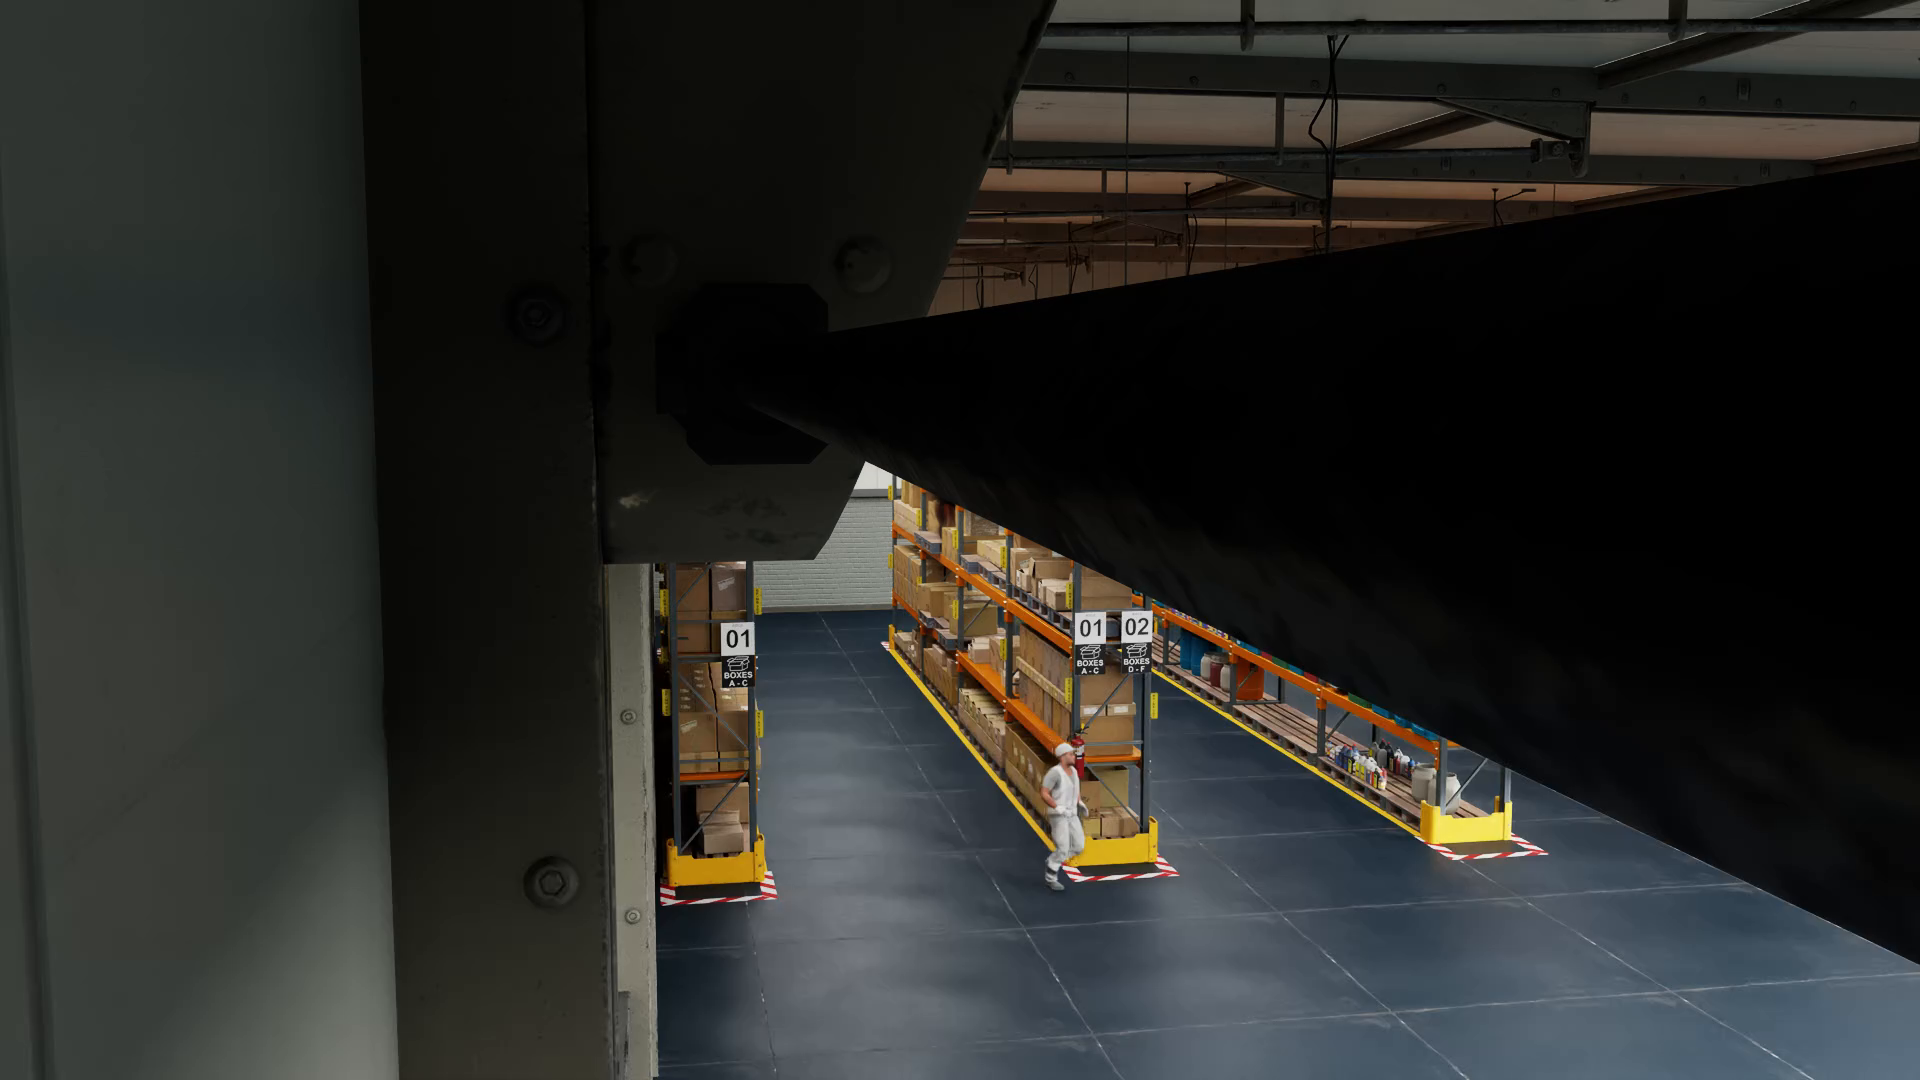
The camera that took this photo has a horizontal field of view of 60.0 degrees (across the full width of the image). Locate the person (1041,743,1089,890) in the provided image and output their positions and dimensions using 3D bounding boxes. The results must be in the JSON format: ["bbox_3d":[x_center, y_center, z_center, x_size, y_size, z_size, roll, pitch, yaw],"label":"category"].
[{"bbox_3d":[1.273,3.311,19.992,0.526,1.735,0.731,5,8,41],"label":"person"}]
